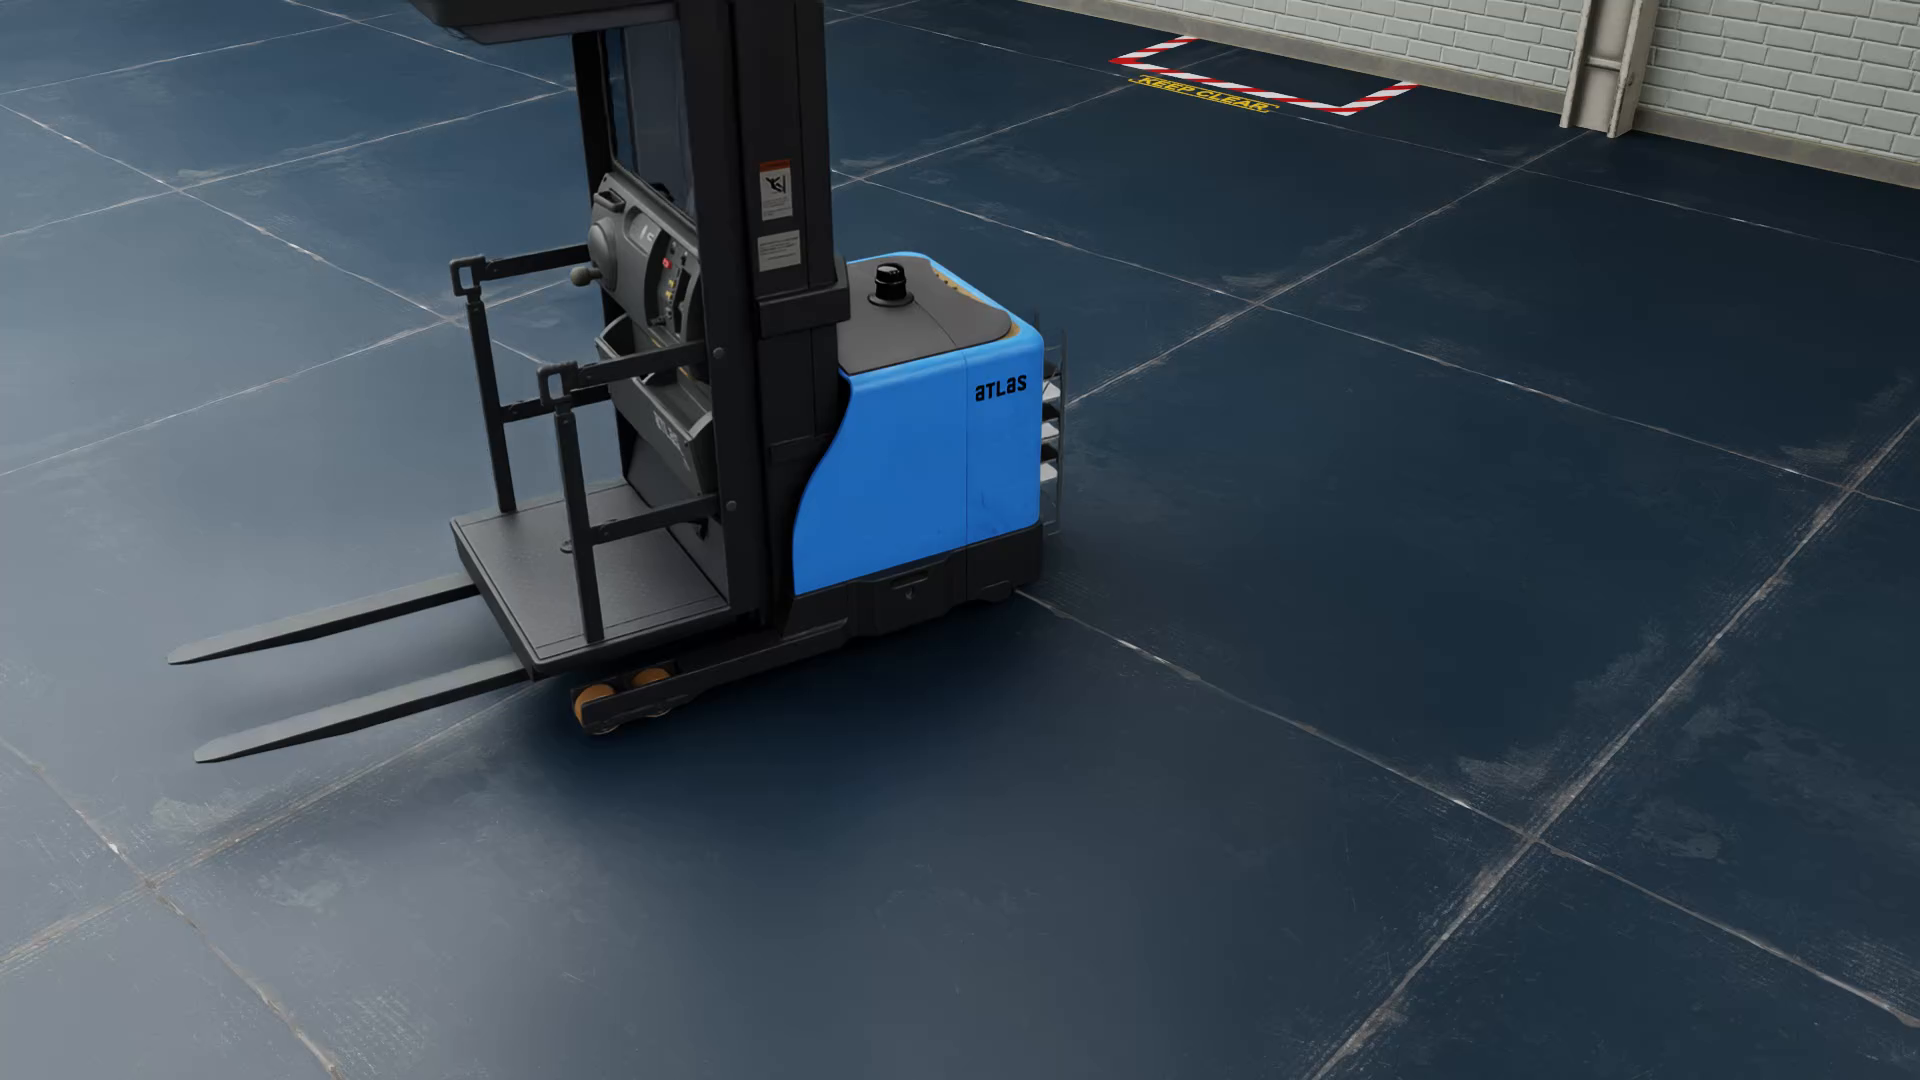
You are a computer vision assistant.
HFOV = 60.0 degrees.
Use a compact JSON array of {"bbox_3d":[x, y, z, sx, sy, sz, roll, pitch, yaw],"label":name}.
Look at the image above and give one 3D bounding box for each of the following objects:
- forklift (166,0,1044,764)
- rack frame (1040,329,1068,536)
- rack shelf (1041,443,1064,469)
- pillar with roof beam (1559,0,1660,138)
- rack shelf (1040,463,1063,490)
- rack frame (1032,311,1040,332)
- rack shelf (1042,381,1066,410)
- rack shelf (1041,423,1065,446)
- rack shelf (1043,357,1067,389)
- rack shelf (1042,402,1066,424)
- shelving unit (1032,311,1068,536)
[{"bbox_3d":[-1.223,-0.907,5.415,3.031,2.935,1.130,-16,35,-25],"label":"forklift"},{"bbox_3d":[0.305,-0.387,6.520,0.240,0.900,0.006,-16,35,-25],"label":"rack frame"},{"bbox_3d":[0.254,-0.327,6.659,0.258,0.077,0.200,-16,35,-25],"label":"rack shelf"},{"bbox_3d":[1.506,-5.061,6.432,0.400,9.000,9.100,25,39,35],"label":"pillar with roof beam"},{"bbox_3d":[0.254,-0.250,6.705,0.258,0.077,0.200,-16,35,-25],"label":"rack shelf"},{"bbox_3d":[0.204,-0.479,6.671,0.240,0.900,0.006,-16,35,-25],"label":"rack frame"},{"bbox_3d":[0.255,-0.559,6.520,0.258,0.077,0.200,-16,35,-25],"label":"rack shelf"},{"bbox_3d":[0.255,-0.404,6.613,0.258,0.077,0.200,-16,35,-25],"label":"rack shelf"},{"bbox_3d":[0.255,-0.636,6.474,0.258,0.077,0.200,-16,35,-25],"label":"rack shelf"},{"bbox_3d":[0.255,-0.481,6.566,0.258,0.077,0.200,-16,35,-25],"label":"rack shelf"},{"bbox_3d":[0.255,-0.433,6.596,0.258,0.900,0.210,-16,35,-25],"label":"shelving unit"}]
